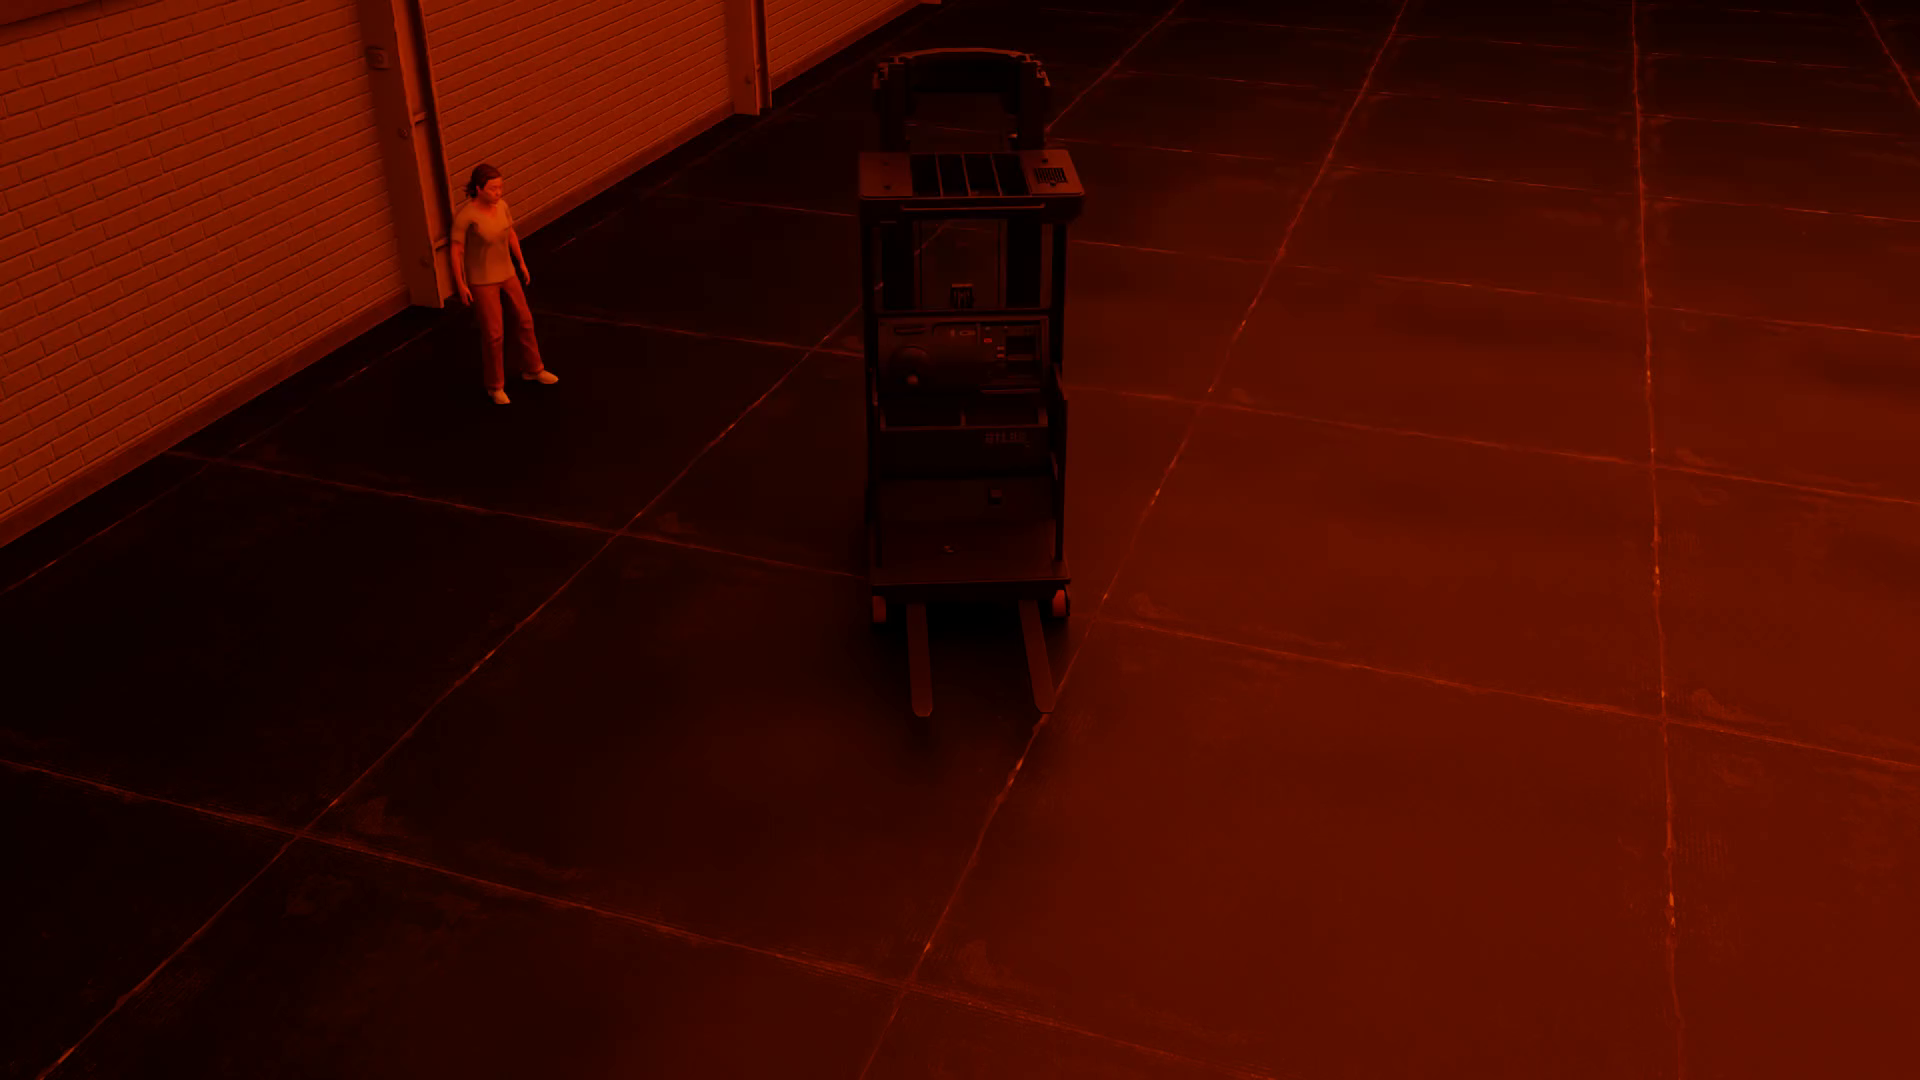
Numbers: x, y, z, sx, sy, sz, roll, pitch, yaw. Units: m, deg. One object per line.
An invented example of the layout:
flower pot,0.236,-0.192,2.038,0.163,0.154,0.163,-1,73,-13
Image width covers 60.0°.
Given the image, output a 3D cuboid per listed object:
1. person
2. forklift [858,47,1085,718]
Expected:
person,-3.218,-1.800,11.571,0.373,1.671,0.591,20,35,31
forklift,0.035,-0.972,8.842,1.130,2.935,3.031,-2,30,-3
